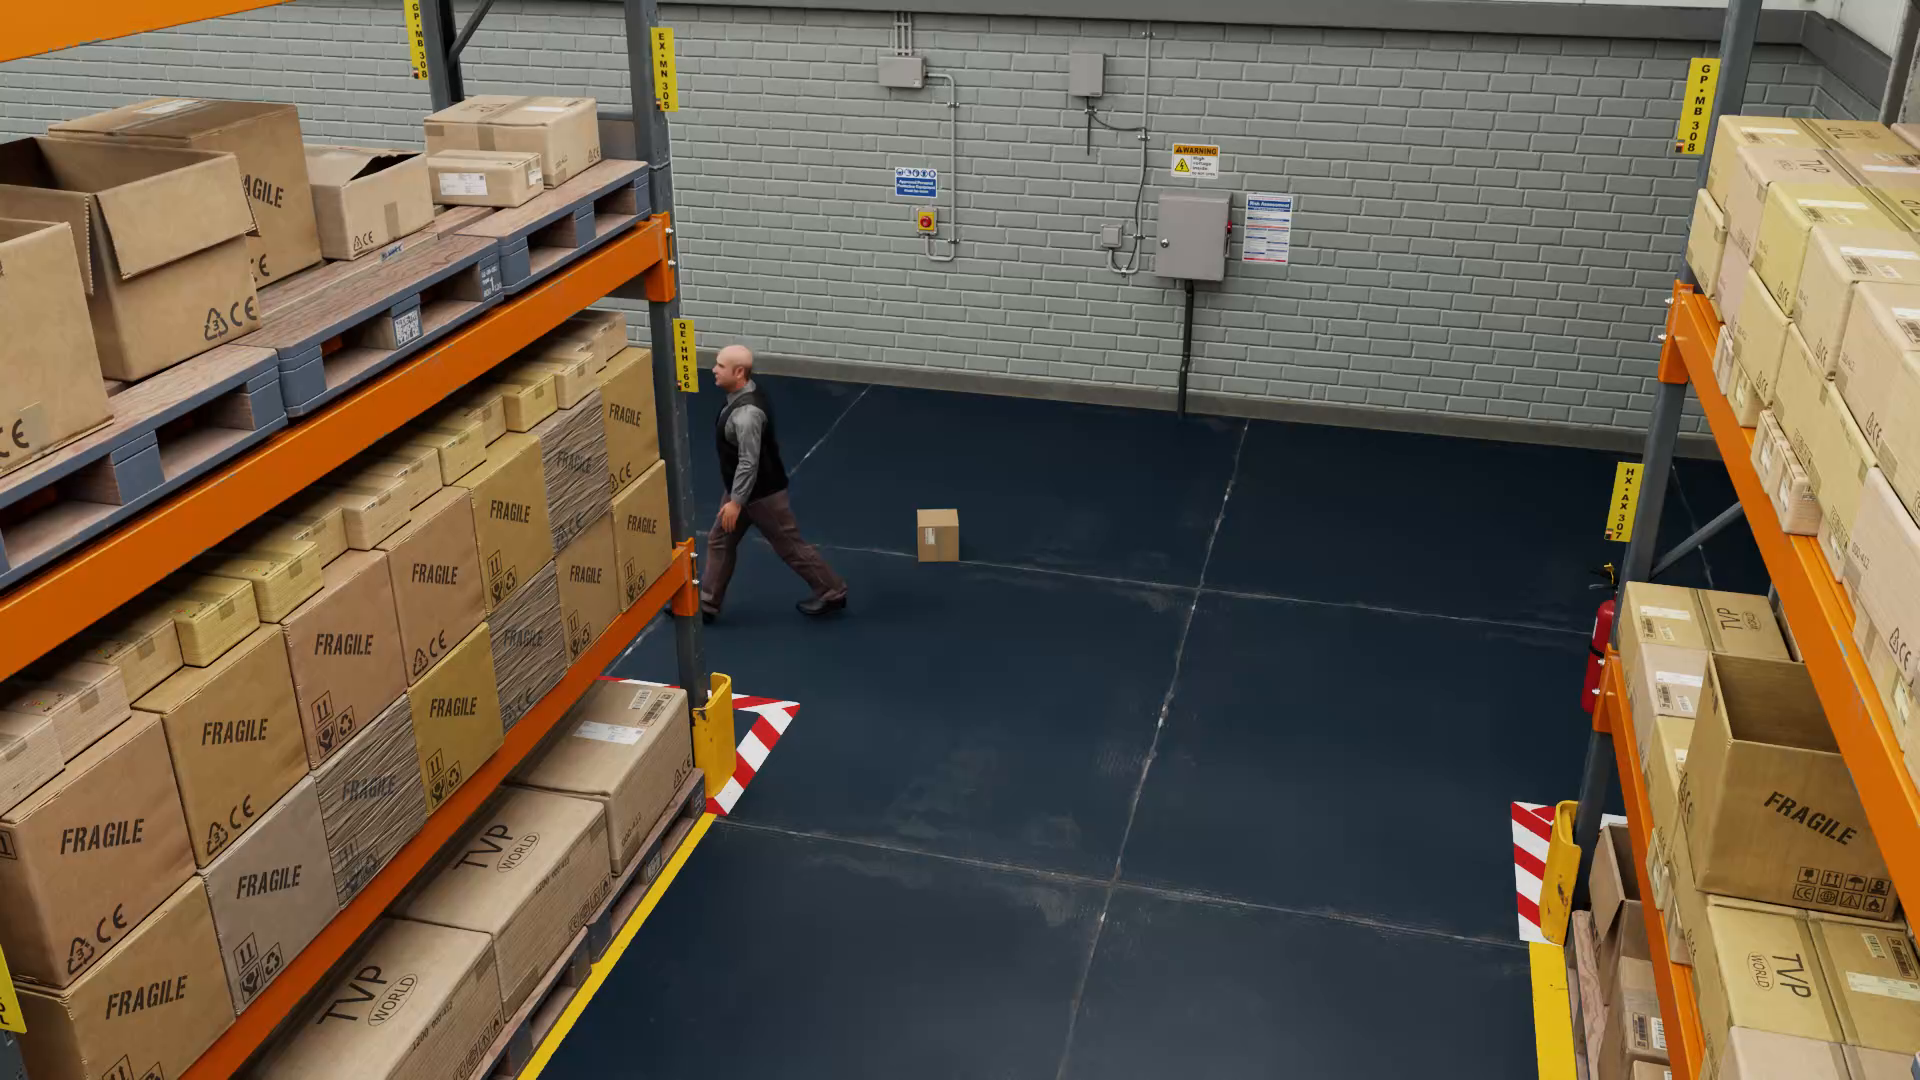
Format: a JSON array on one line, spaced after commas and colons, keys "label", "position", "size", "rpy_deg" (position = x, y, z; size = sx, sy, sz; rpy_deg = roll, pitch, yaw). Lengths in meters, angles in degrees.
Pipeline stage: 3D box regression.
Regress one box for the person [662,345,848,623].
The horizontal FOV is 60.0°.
[{"label": "person", "position": [-1.165, -0.282, 9.262], "size": [1.064, 1.667, 0.564], "rpy_deg": [-7, 26, -14]}]
